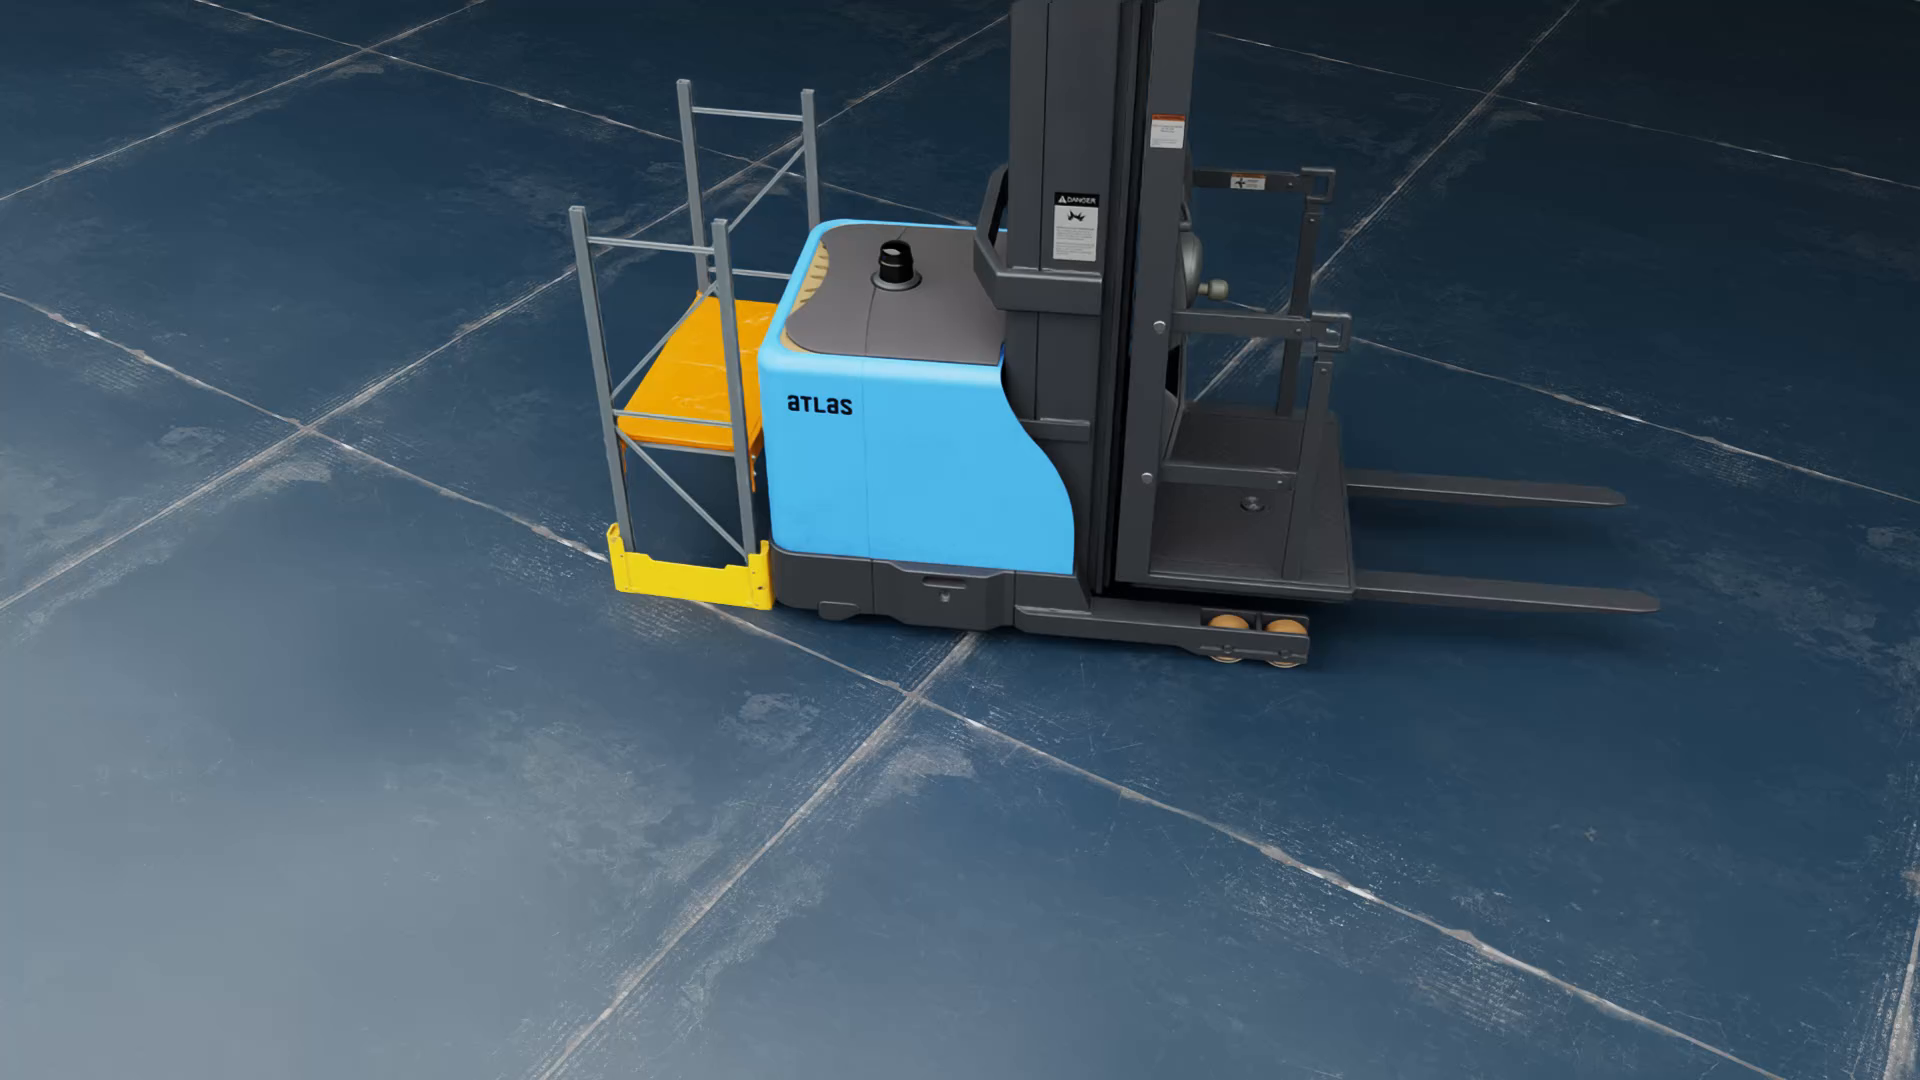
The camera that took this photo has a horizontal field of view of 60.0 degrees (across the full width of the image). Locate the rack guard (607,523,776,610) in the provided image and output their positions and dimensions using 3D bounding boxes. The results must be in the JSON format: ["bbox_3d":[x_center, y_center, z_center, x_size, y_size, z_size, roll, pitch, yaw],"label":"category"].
[{"bbox_3d":[-0.955,0.093,5.924,0.587,0.250,0.087,7,38,9],"label":"rack guard"}]

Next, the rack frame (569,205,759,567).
[{"bbox_3d":[-0.955,-0.401,5.541,0.500,1.500,0.032,7,38,9],"label":"rack frame"}]

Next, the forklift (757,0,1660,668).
[{"bbox_3d":[0.894,-1.071,5.239,3.031,2.935,1.130,5,38,6],"label":"forklift"}]

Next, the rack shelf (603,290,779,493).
[{"bbox_3d":[-0.857,-0.563,6.046,0.538,0.185,1.000,7,38,9],"label":"rack shelf"}]

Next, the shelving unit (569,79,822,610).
[{"bbox_3d":[-0.859,-0.700,5.929,0.587,1.500,1.083,7,38,9],"label":"shelving unit"}]

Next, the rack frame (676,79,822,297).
[{"bbox_3d":[-0.759,-1.010,6.332,0.500,1.500,0.032,7,38,9],"label":"rack frame"}]
